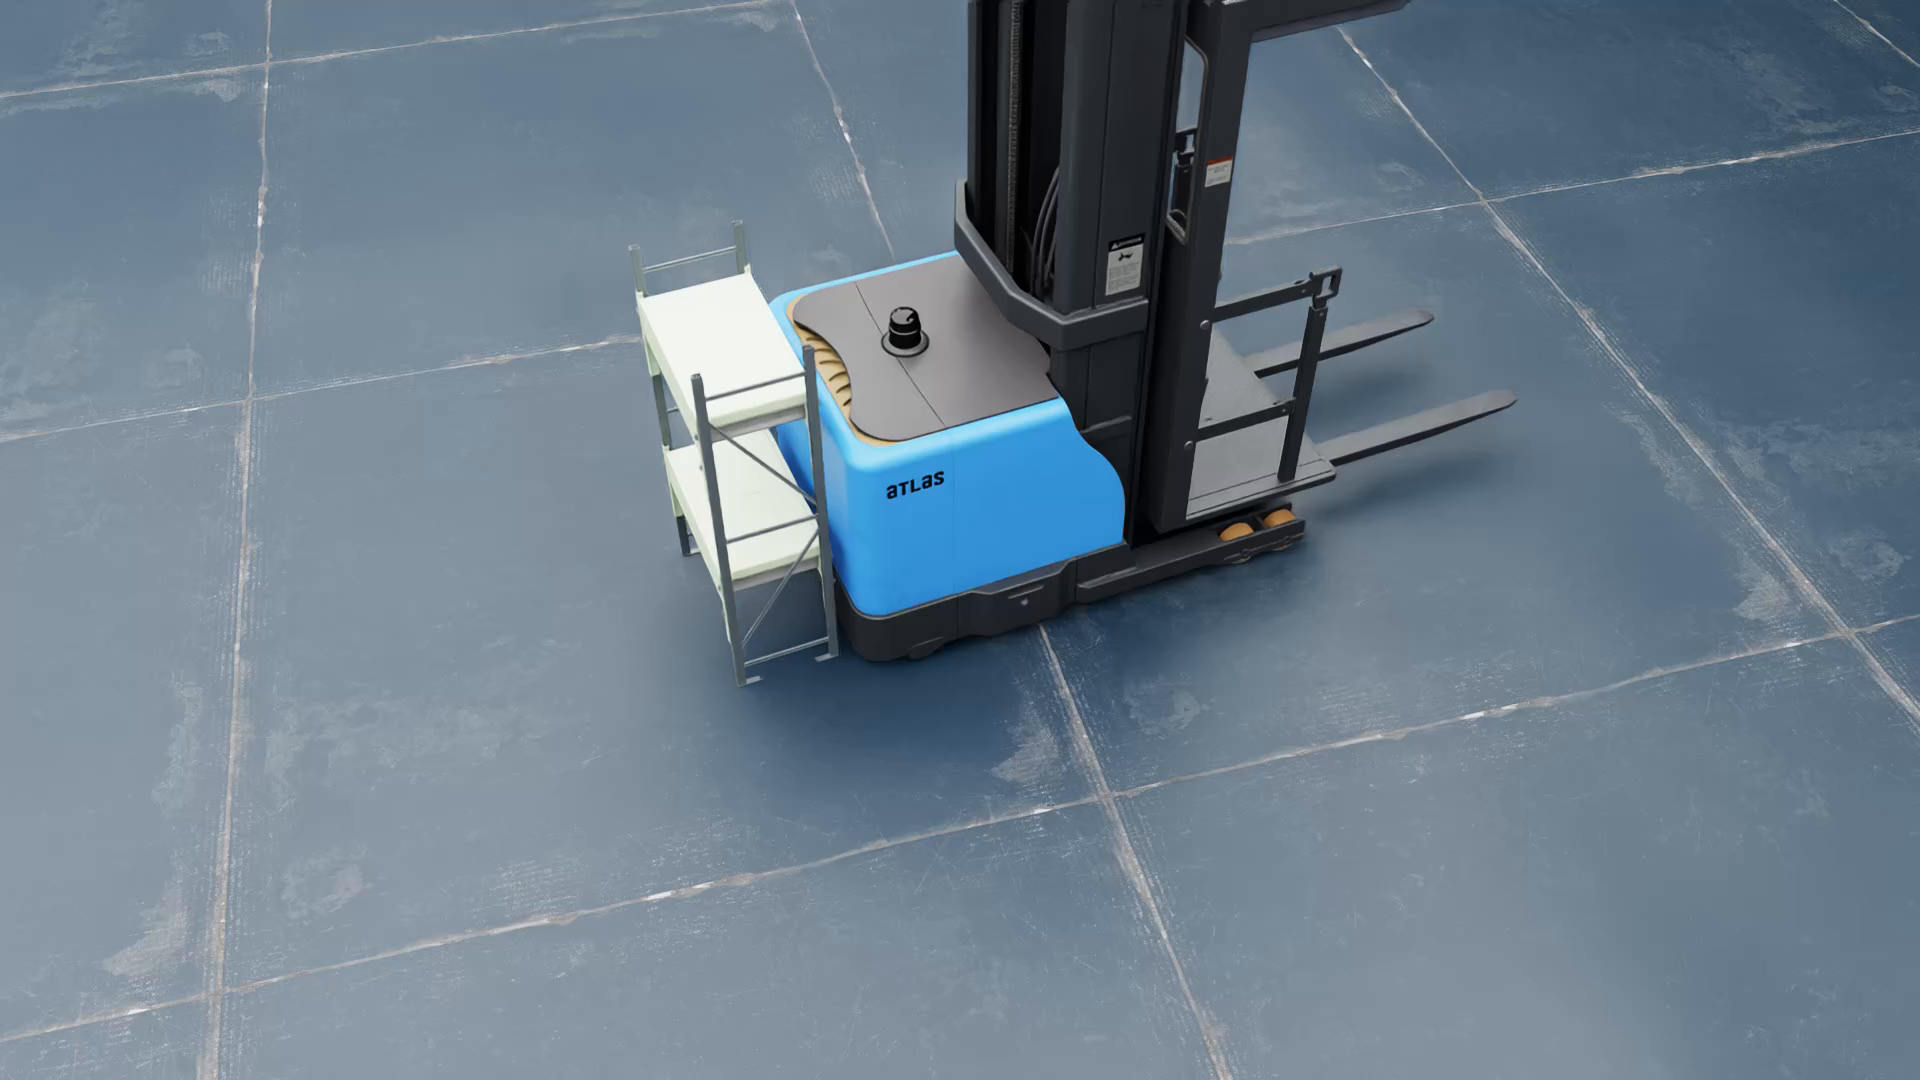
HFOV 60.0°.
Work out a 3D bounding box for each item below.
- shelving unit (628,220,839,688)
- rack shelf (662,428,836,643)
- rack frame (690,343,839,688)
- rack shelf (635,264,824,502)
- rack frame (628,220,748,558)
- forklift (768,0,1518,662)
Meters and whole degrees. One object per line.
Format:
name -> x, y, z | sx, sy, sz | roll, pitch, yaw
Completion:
shelving unit -> -0.791, -0.276, 5.970 | 0.431, 1.500, 0.755 | -17, 48, -16
rack shelf -> -0.790, -0.048, 6.203 | 0.431, 0.370, 0.720 | -17, 48, -16
rack frame -> -0.648, -0.035, 5.734 | 0.400, 1.500, 0.023 | -17, 48, -16
rack shelf -> -0.791, -0.549, 5.691 | 0.431, 0.370, 0.720 | -17, 48, -16
rack frame -> -0.933, -0.517, 6.206 | 0.400, 1.500, 0.023 | -17, 48, -16
forklift -> 0.834, -1.263, 5.936 | 3.031, 2.935, 1.130 | -17, 48, -16
